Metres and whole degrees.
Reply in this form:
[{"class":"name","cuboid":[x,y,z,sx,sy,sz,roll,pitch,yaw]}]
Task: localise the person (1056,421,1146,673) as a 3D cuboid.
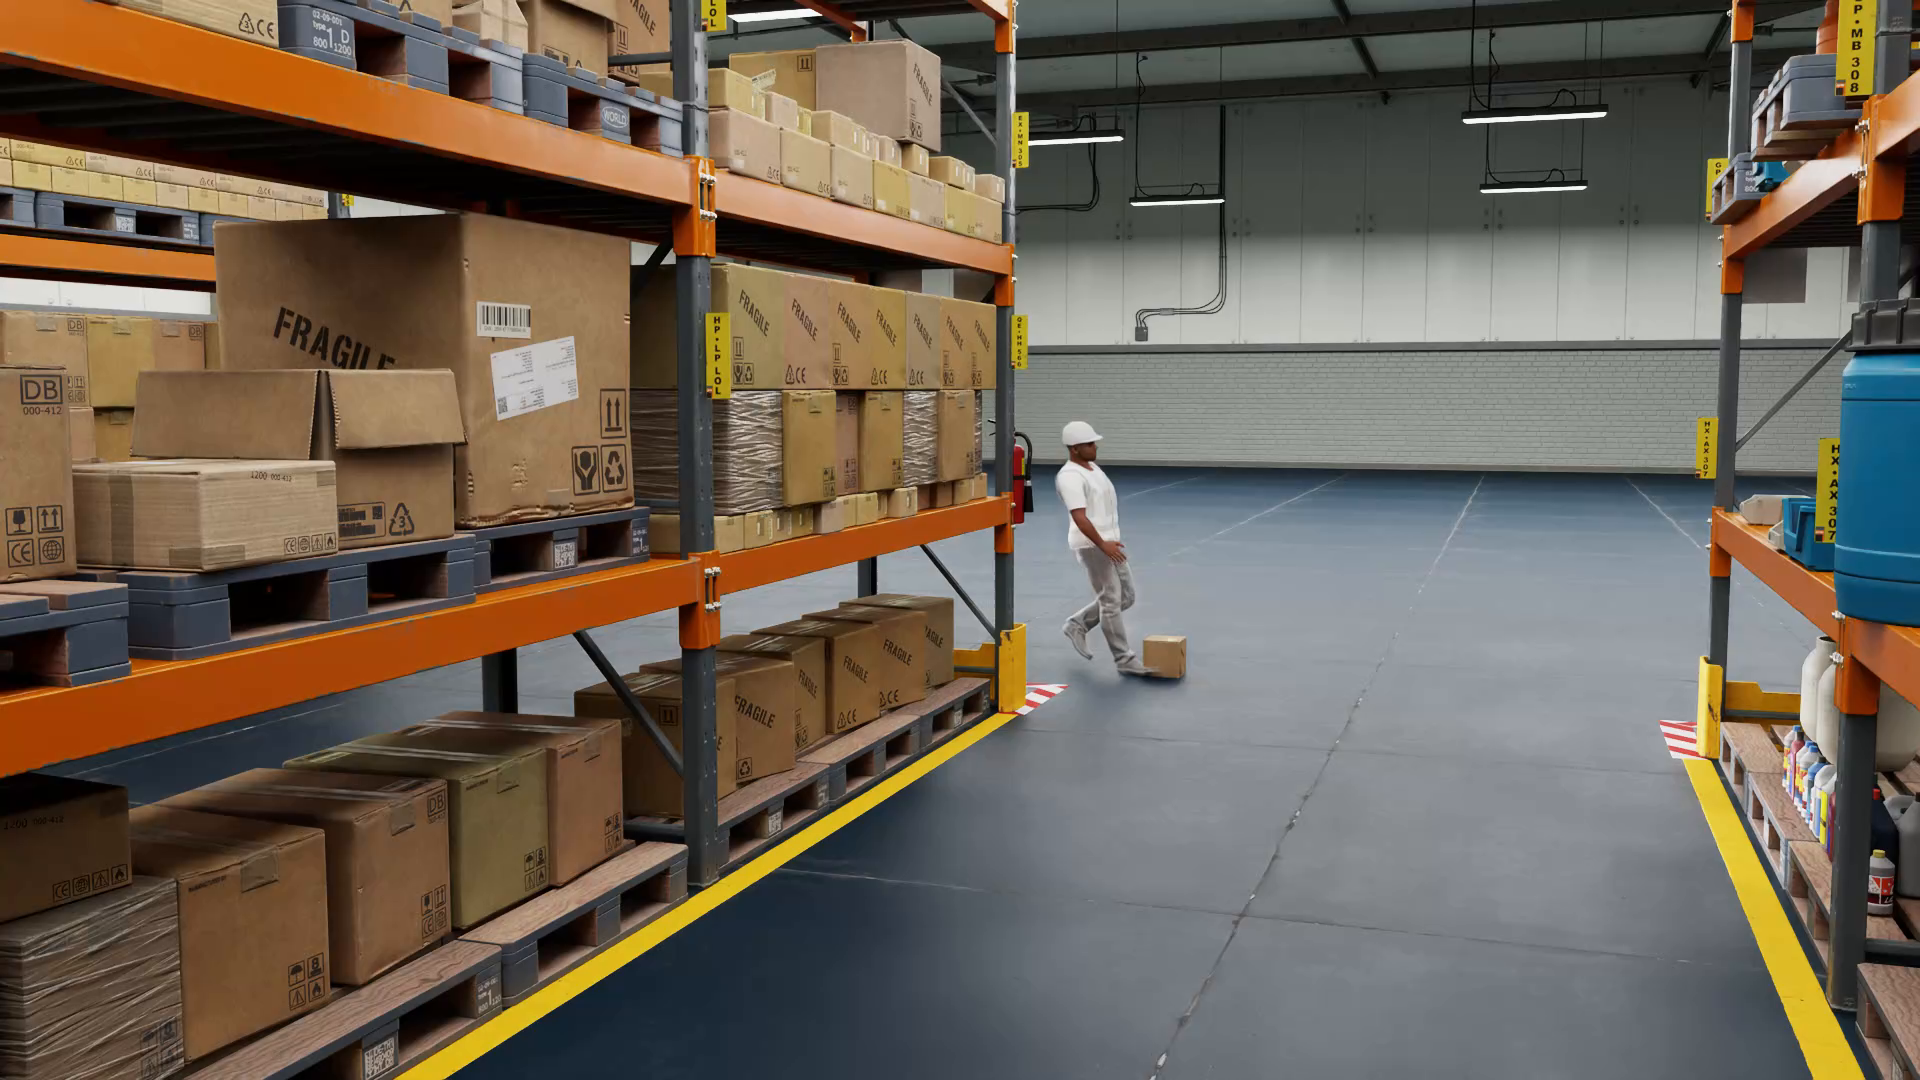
[{"class":"person","cuboid":[1.022,0.043,11.494,0.769,1.725,0.641,2,5,18]}]
